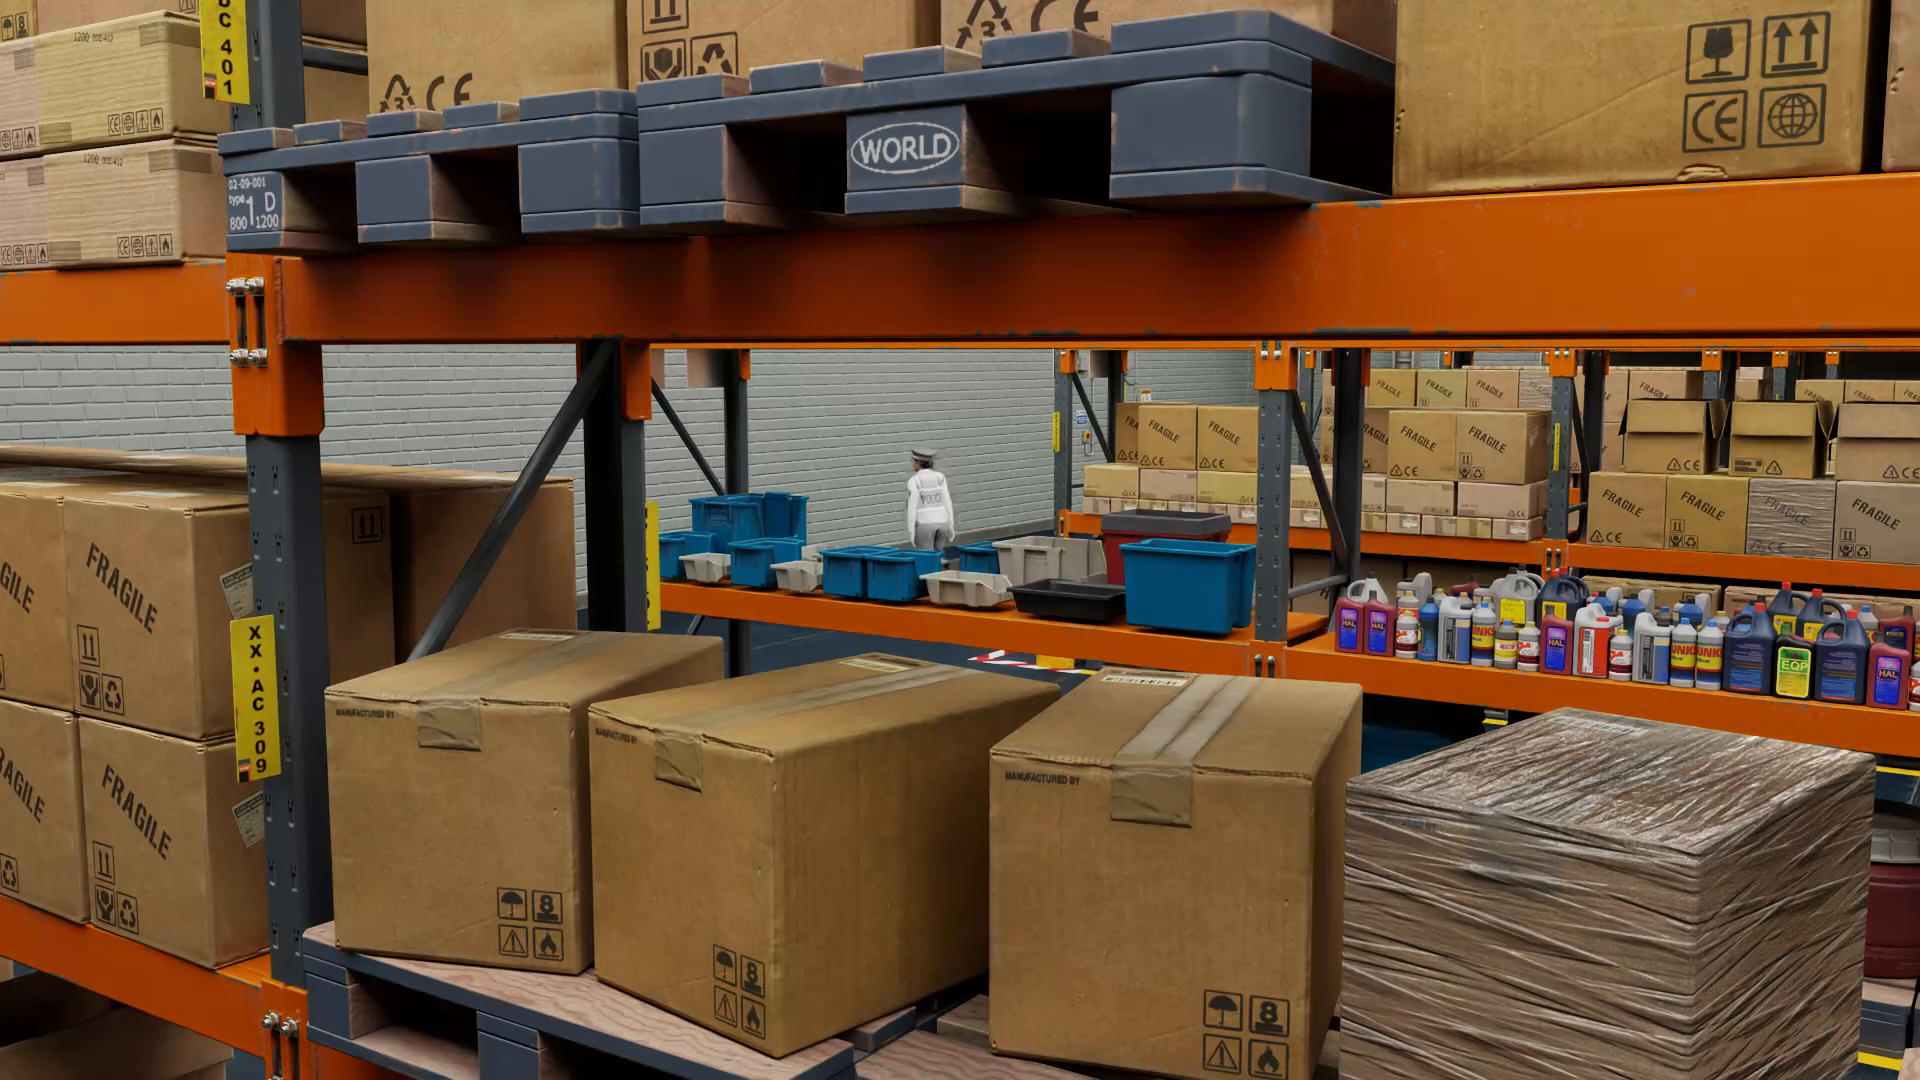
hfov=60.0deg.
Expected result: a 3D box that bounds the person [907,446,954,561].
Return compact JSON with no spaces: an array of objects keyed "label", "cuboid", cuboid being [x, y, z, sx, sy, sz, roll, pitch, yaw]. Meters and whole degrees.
[{"label":"person","cuboid":[-0.295,-0.109,16.818,0.522,1.670,0.466,-5,8,-36]}]
